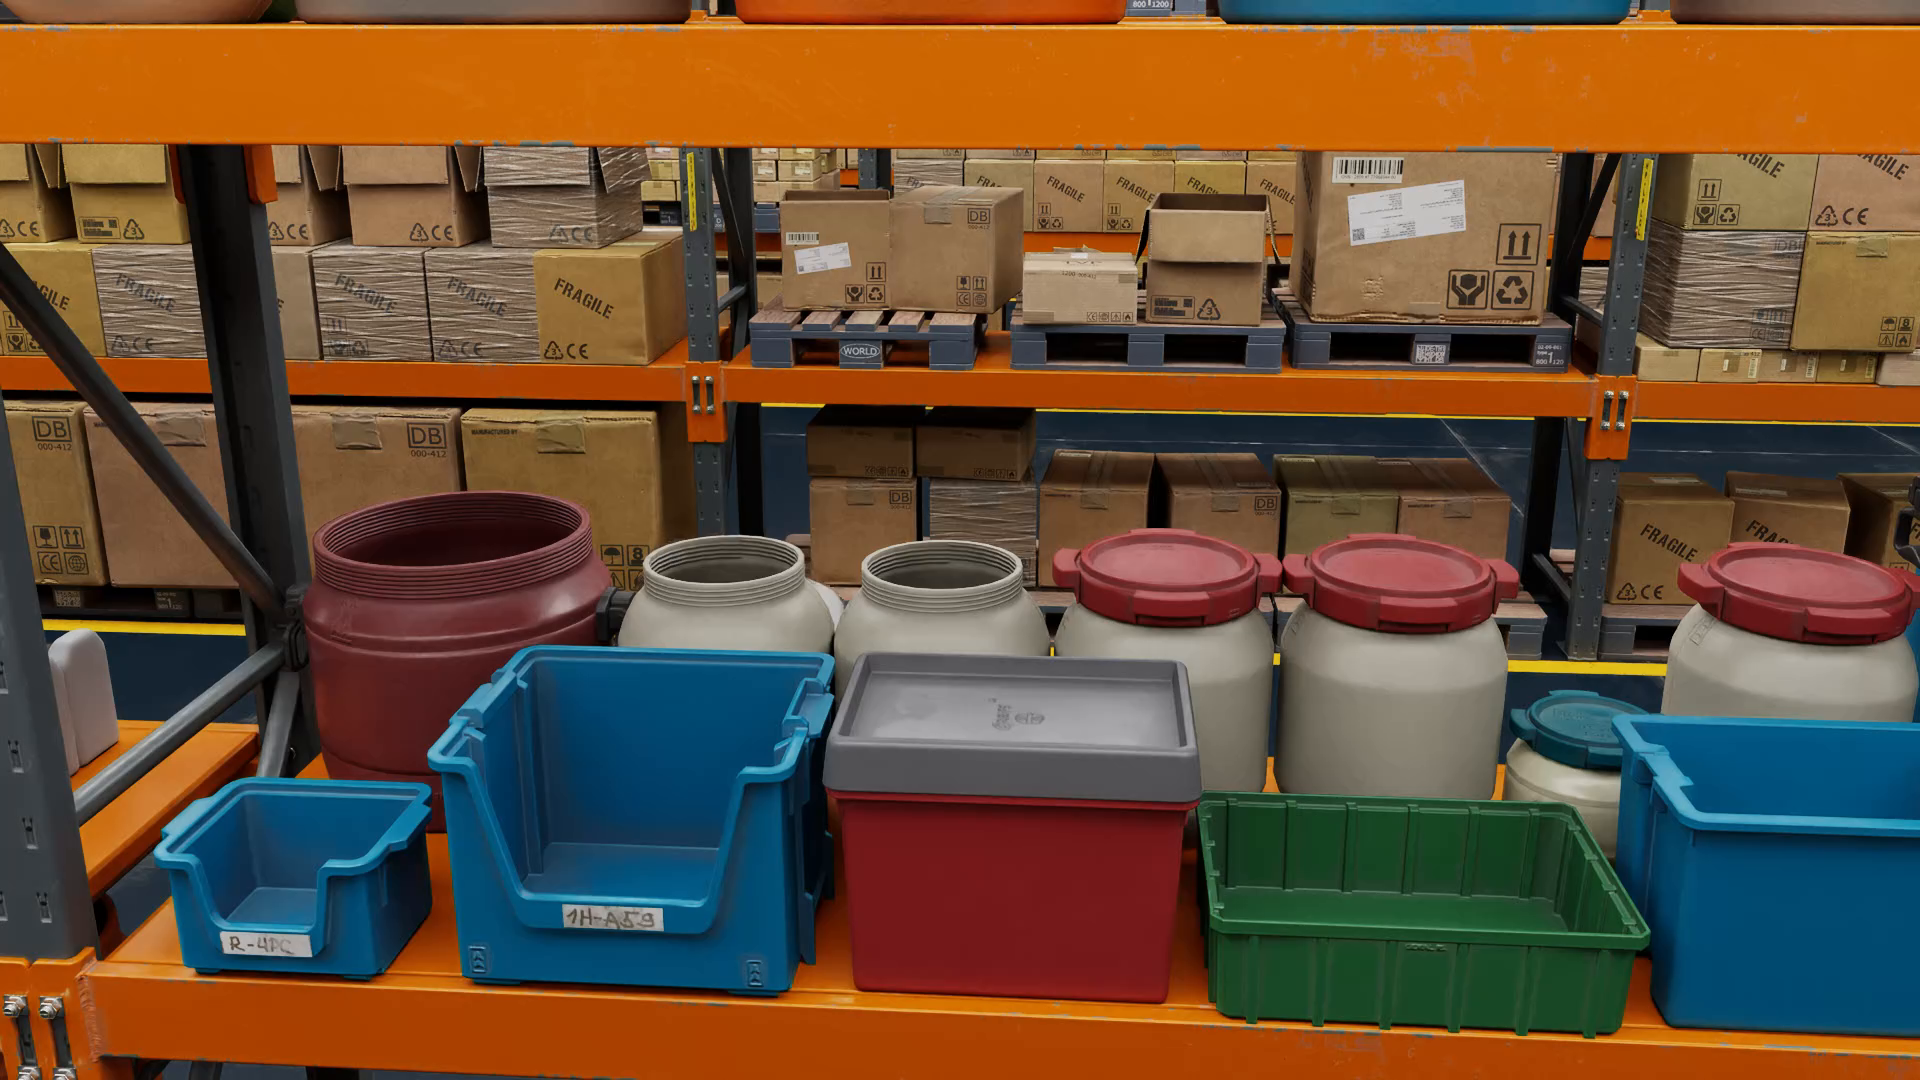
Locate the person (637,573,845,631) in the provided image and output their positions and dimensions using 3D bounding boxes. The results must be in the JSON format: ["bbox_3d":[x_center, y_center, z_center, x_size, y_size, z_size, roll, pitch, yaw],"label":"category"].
[{"bbox_3d":[-0.870,0.441,6.761,0.848,0.791,0.455,1,18,3],"label":"person"}]
